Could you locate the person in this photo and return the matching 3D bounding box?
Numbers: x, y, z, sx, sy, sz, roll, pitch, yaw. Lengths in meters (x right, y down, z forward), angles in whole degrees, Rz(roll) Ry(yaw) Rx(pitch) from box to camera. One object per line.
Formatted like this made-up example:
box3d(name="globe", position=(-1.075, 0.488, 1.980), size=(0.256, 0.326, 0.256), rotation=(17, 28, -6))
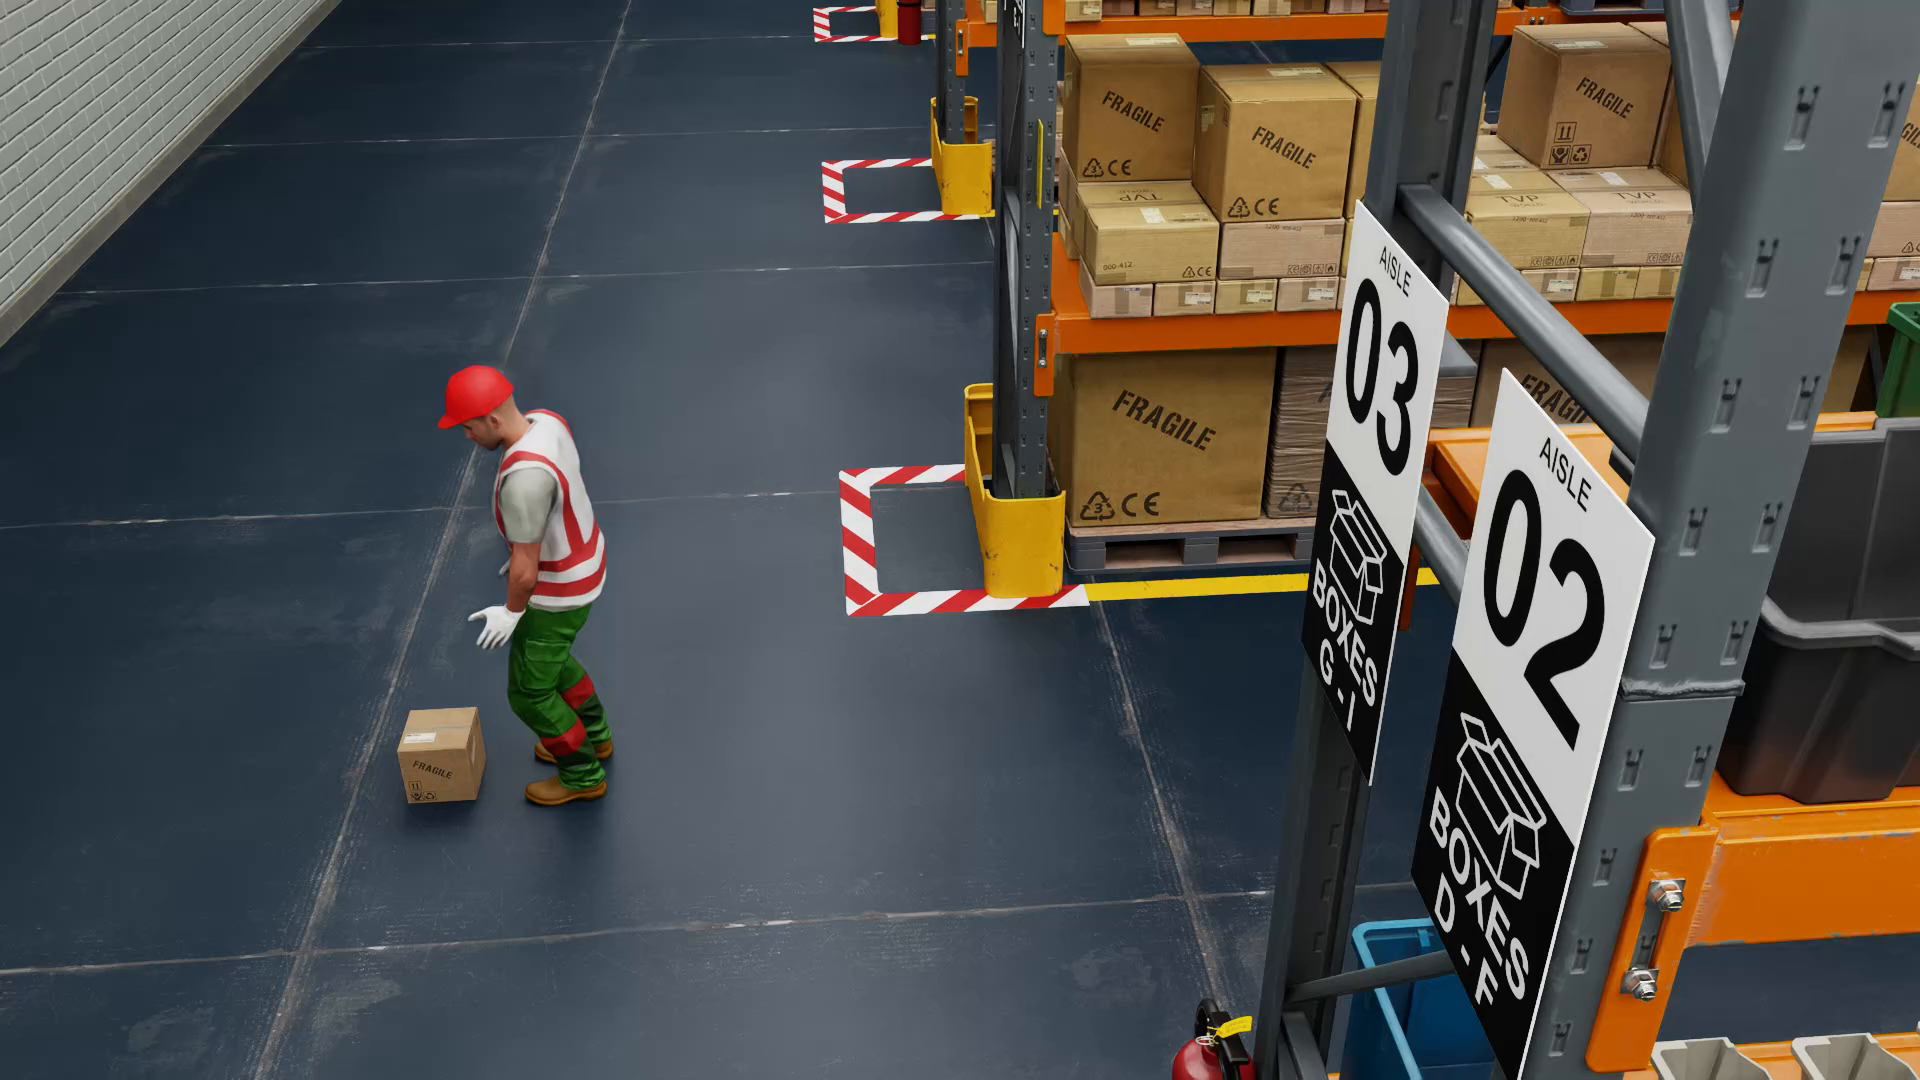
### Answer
box3d(name="person", position=(-1.494, 0.172, 5.886), size=(0.477, 1.724, 0.547), rotation=(-2, 31, -3))
